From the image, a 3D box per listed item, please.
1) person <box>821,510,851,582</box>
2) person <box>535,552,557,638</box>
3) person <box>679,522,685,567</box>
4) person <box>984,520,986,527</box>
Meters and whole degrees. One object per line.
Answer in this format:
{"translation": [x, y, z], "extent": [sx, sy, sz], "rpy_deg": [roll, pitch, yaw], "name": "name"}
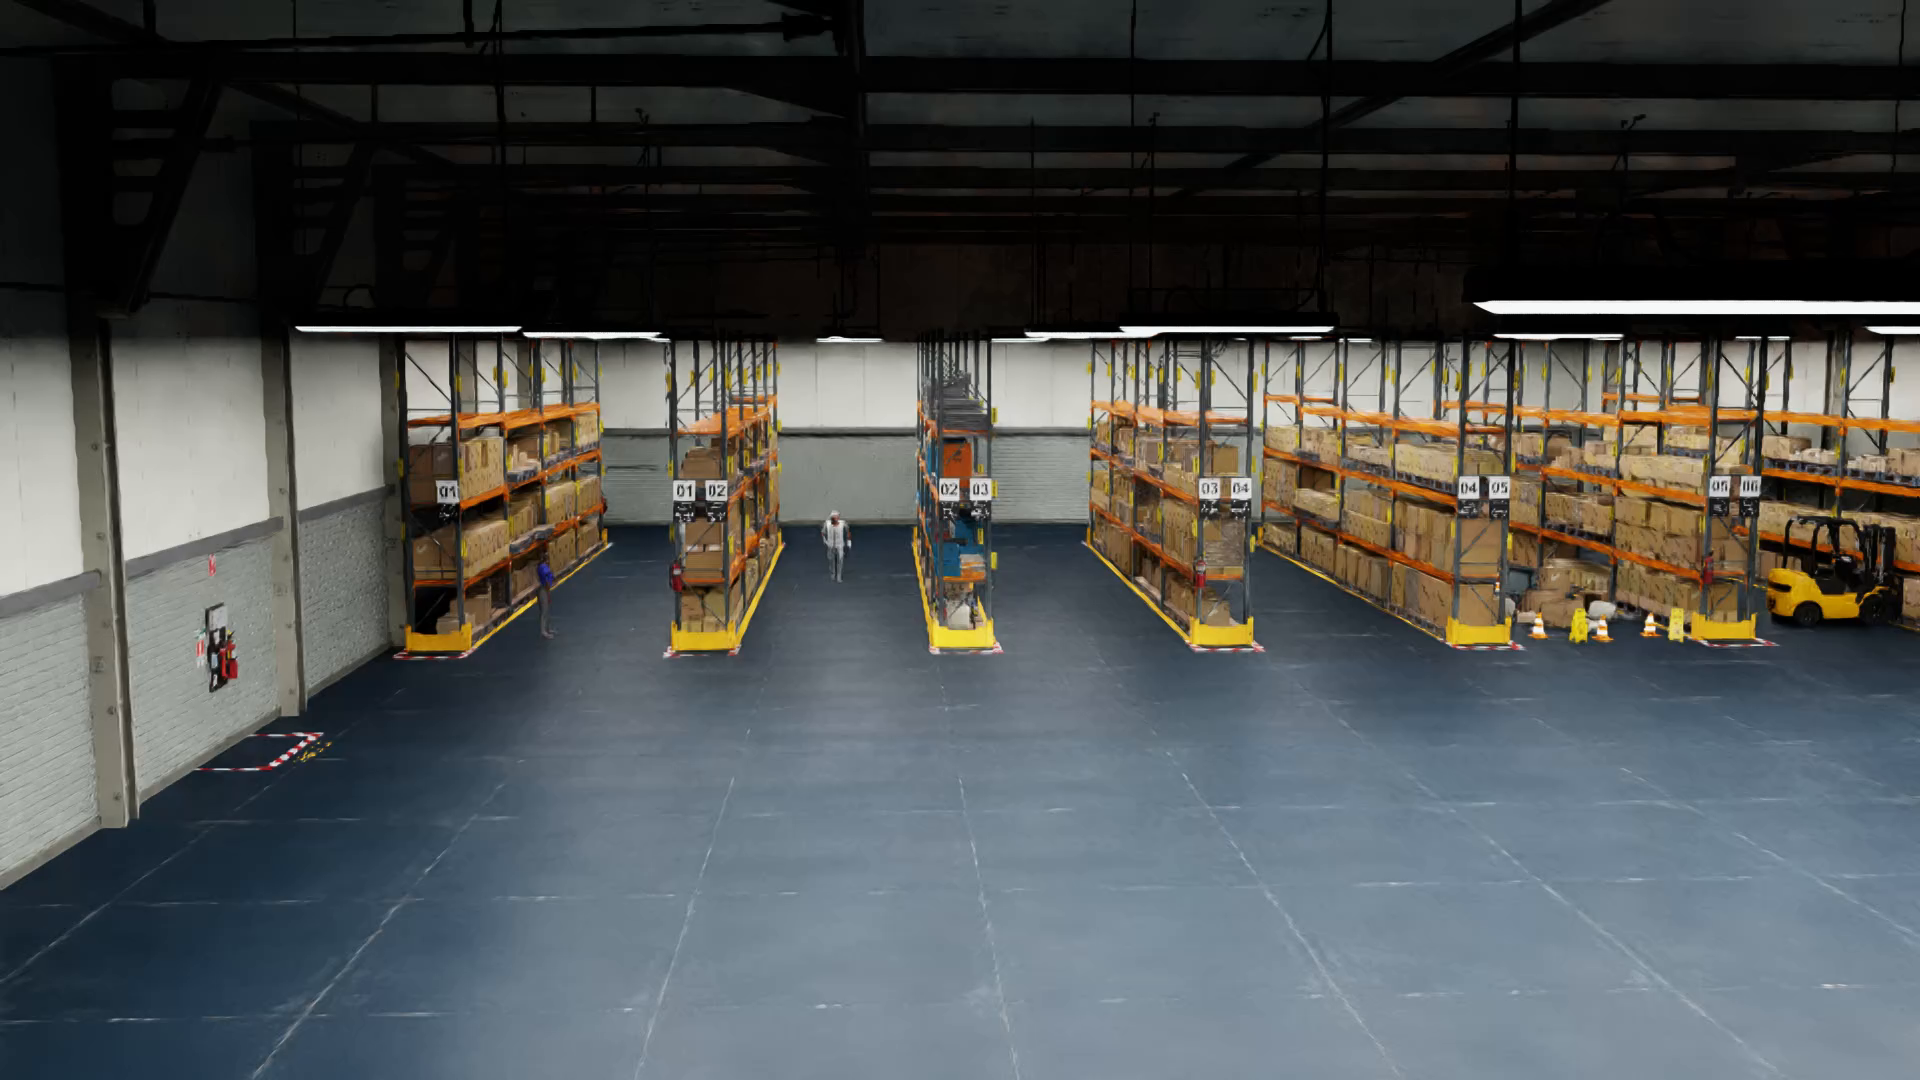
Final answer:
{"translation": [-3.015, 0.120, 40.308], "extent": [0.718, 1.715, 0.843], "rpy_deg": [0, 7, 2], "name": "person"}
{"translation": [-8.083, 1.056, 32.545], "extent": [0.440, 1.666, 0.543], "rpy_deg": [-4, 8, -30], "name": "person"}
{"translation": [-7.032, -0.198, 42.768], "extent": [0.468, 1.762, 0.595], "rpy_deg": [-5, 8, -34], "name": "person"}
{"translation": [0.602, -1.140, 51.393], "extent": [0.491, 1.623, 0.929], "rpy_deg": [3, 7, 21], "name": "person"}
